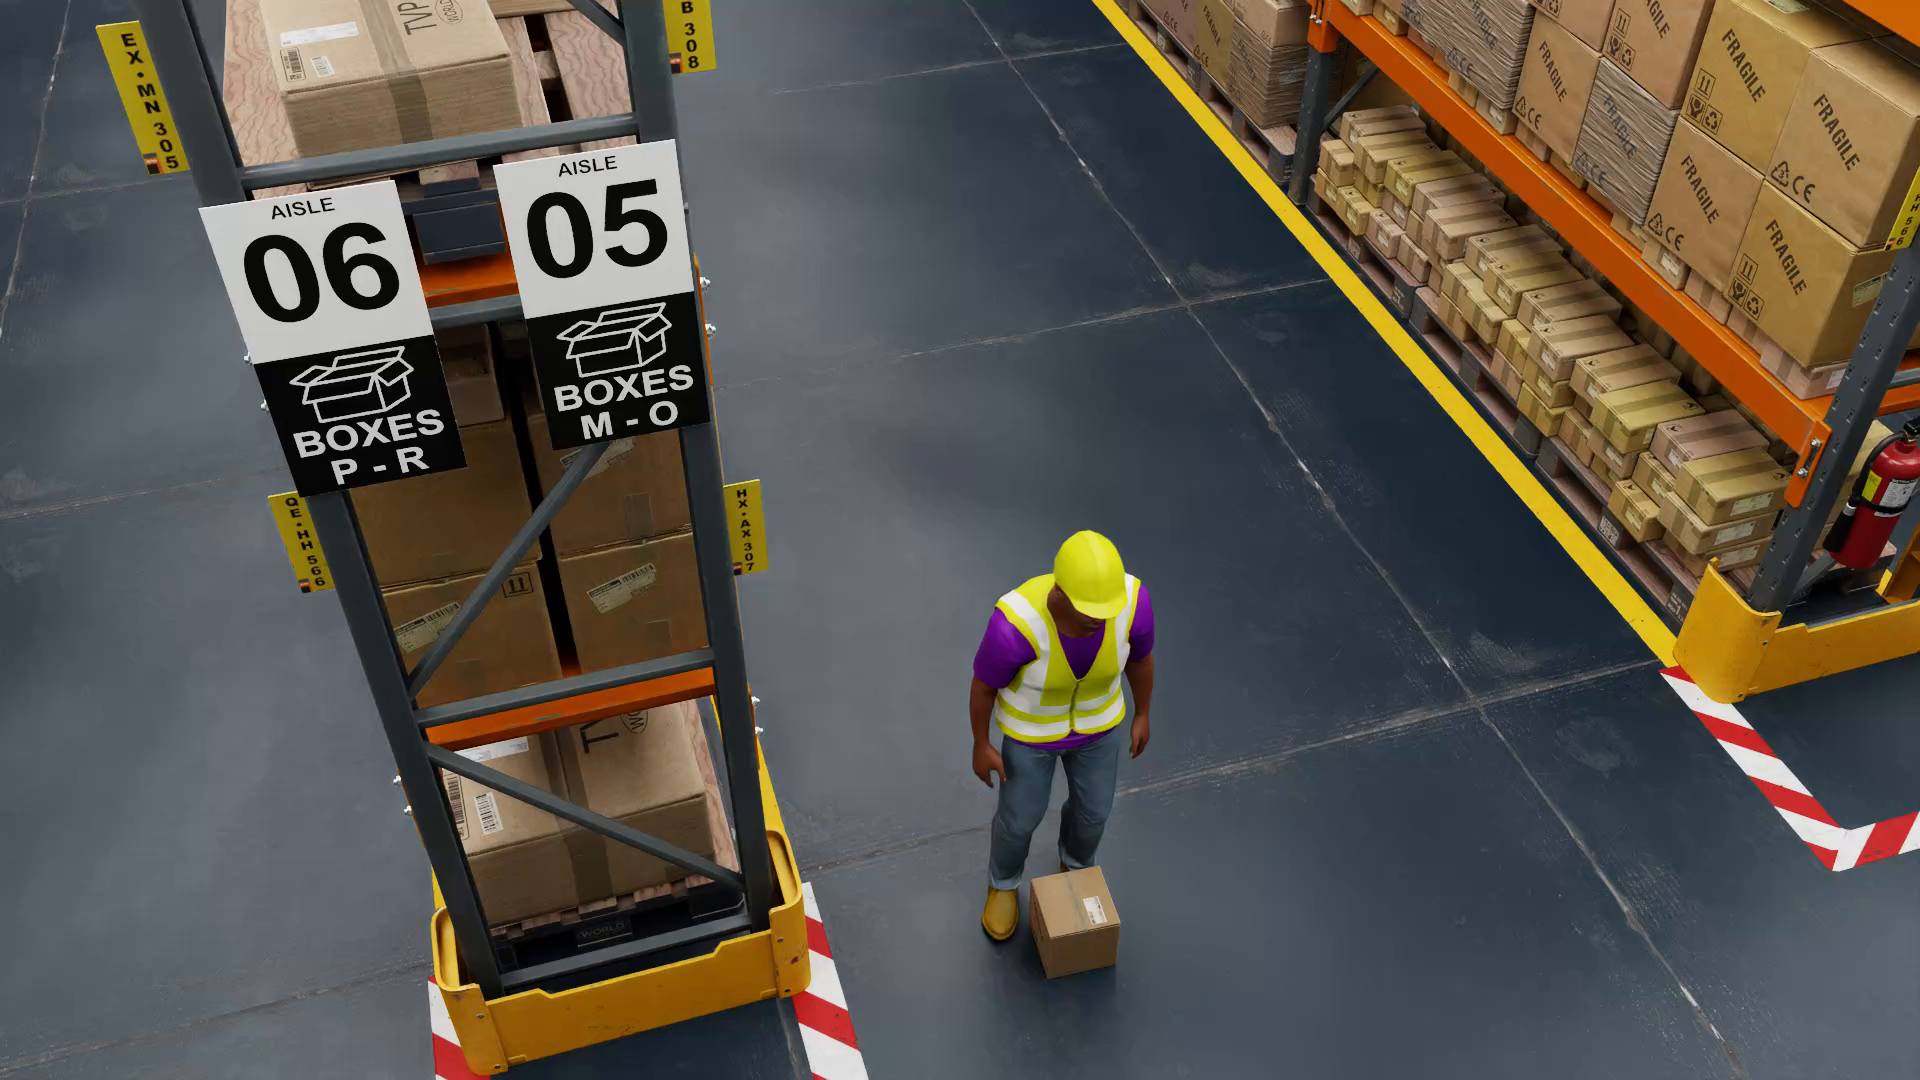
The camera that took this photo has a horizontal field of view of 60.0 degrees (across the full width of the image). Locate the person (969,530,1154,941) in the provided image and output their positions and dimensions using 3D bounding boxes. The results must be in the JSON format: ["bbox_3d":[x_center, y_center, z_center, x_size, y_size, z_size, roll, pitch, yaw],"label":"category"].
[{"bbox_3d":[0.340,0.624,5.454,0.627,1.759,0.462,-10,43,-11],"label":"person"}]
